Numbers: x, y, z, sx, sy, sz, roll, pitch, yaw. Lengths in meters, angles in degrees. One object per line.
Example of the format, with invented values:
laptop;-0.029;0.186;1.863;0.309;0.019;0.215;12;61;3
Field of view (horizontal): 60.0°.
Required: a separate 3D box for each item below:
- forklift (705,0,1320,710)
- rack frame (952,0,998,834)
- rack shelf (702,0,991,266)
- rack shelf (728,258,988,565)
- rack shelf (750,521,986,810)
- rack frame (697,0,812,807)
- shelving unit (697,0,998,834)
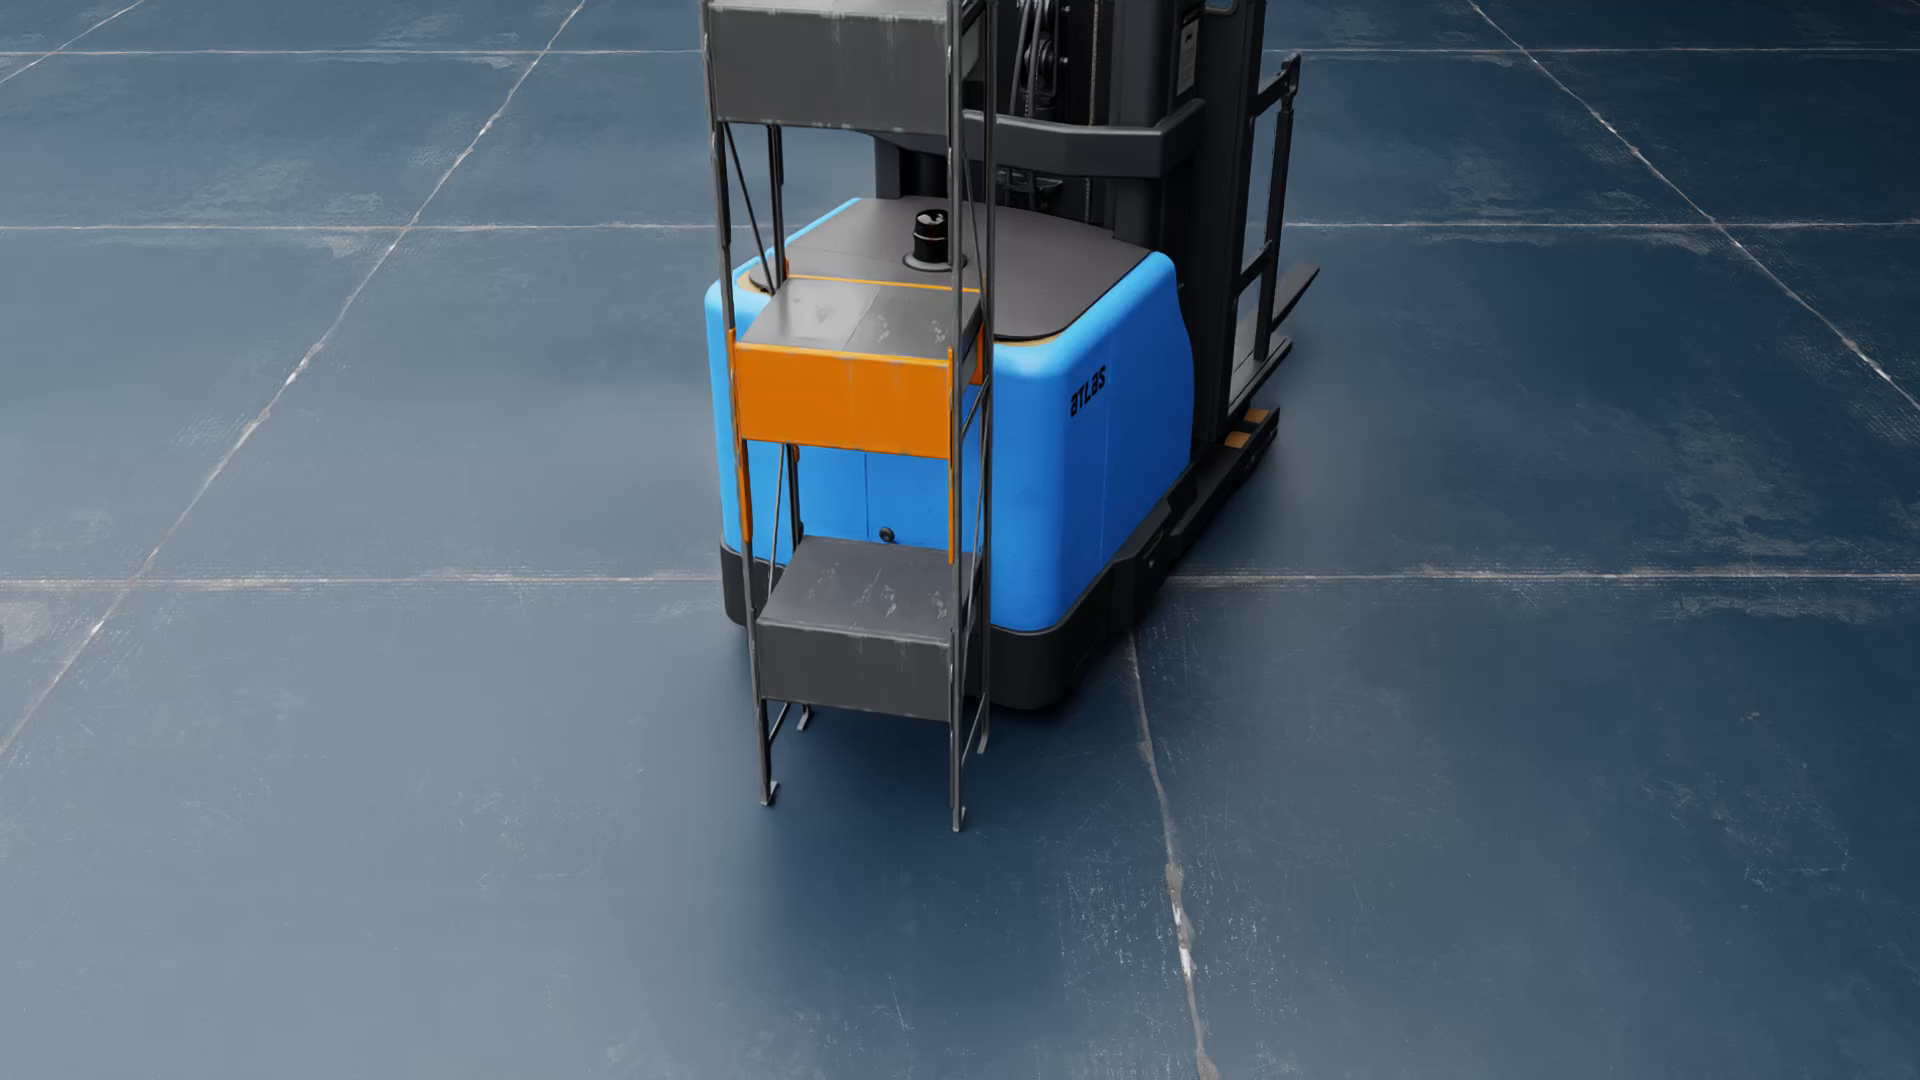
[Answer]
forklift;0.446;-1.548;4.976;1.130;2.935;3.031;15;34;23
rack frame;0.030;-0.282;3.690;0.015;2.100;0.400;6;32;10
rack shelf;-0.209;-0.894;3.376;0.480;0.518;0.431;6;32;10
rack shelf;-0.209;-0.296;3.739;0.480;0.518;0.431;6;32;10
rack shelf;-0.209;0.303;4.102;0.480;0.518;0.431;6;32;10
rack frame;-0.448;-0.333;3.774;0.015;2.100;0.400;6;32;10
shelving unit;-0.209;-0.307;3.732;0.503;2.100;0.431;6;32;10
